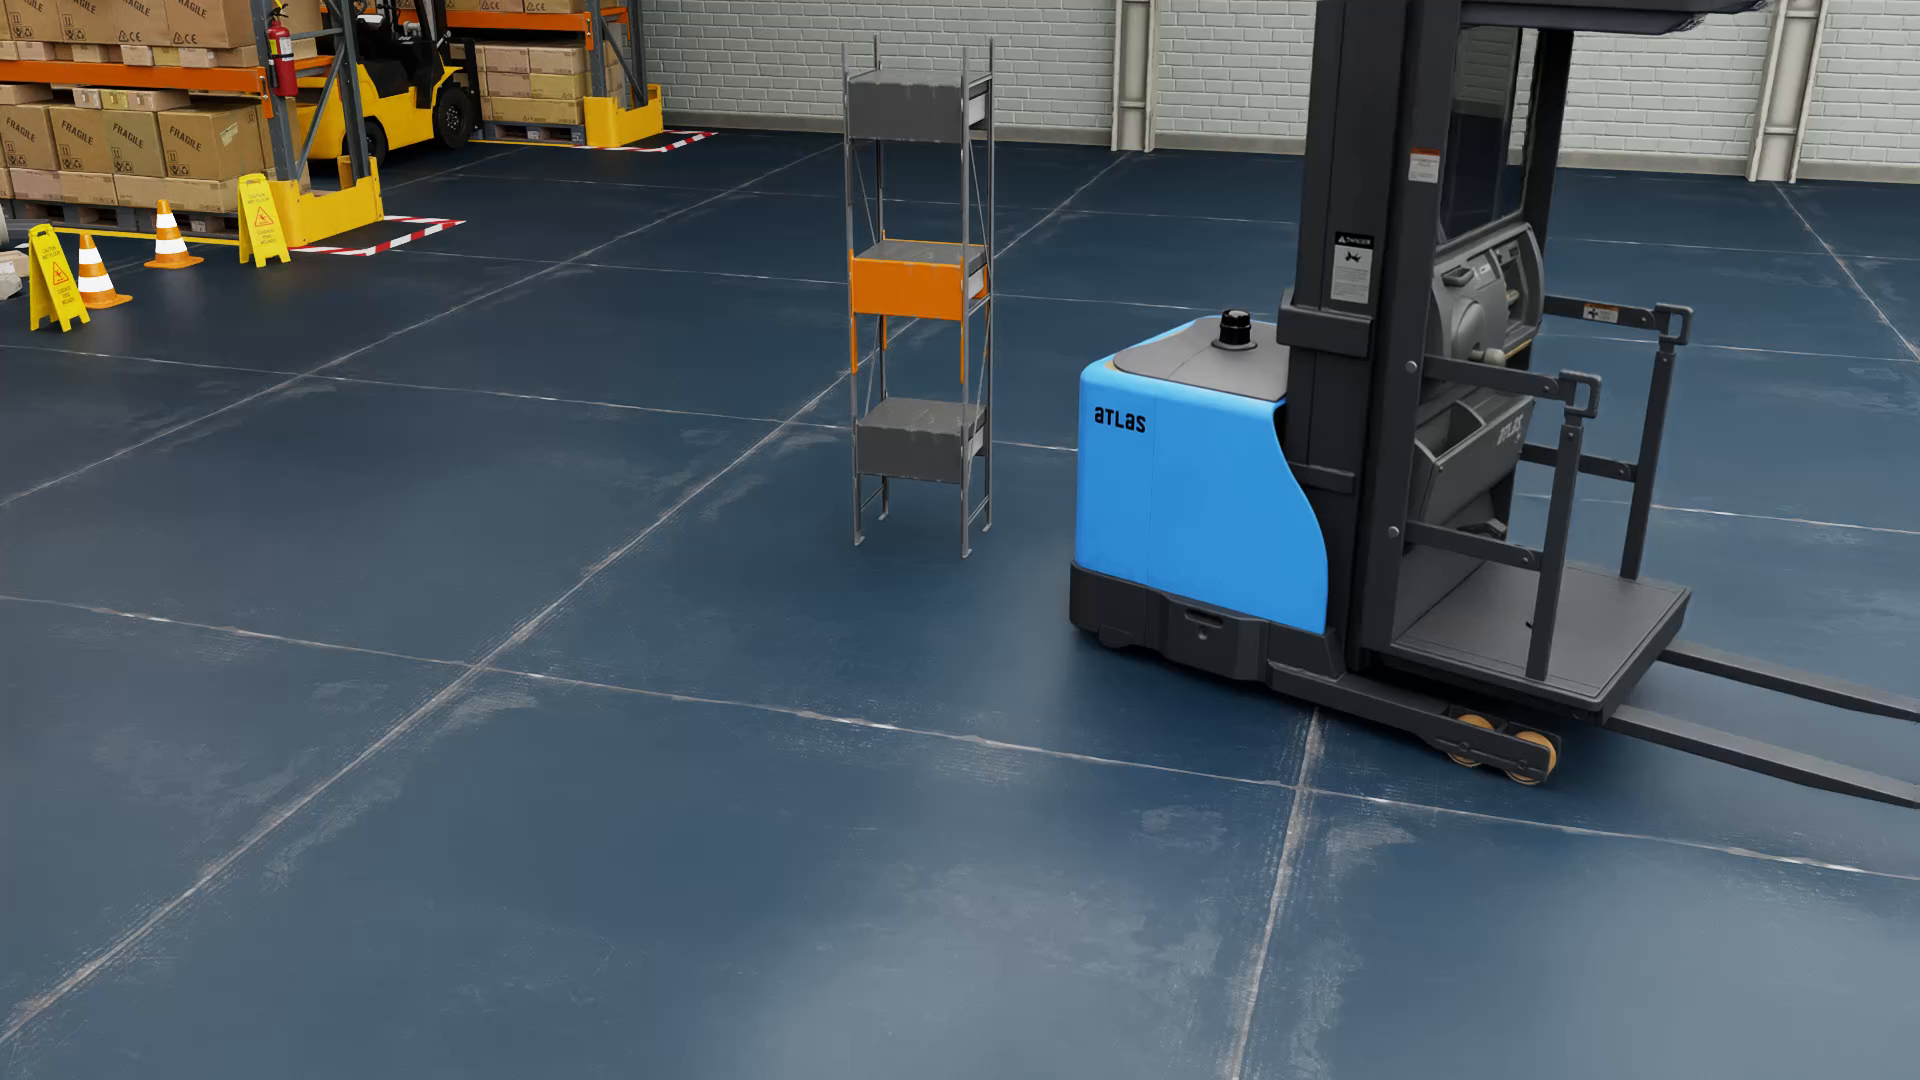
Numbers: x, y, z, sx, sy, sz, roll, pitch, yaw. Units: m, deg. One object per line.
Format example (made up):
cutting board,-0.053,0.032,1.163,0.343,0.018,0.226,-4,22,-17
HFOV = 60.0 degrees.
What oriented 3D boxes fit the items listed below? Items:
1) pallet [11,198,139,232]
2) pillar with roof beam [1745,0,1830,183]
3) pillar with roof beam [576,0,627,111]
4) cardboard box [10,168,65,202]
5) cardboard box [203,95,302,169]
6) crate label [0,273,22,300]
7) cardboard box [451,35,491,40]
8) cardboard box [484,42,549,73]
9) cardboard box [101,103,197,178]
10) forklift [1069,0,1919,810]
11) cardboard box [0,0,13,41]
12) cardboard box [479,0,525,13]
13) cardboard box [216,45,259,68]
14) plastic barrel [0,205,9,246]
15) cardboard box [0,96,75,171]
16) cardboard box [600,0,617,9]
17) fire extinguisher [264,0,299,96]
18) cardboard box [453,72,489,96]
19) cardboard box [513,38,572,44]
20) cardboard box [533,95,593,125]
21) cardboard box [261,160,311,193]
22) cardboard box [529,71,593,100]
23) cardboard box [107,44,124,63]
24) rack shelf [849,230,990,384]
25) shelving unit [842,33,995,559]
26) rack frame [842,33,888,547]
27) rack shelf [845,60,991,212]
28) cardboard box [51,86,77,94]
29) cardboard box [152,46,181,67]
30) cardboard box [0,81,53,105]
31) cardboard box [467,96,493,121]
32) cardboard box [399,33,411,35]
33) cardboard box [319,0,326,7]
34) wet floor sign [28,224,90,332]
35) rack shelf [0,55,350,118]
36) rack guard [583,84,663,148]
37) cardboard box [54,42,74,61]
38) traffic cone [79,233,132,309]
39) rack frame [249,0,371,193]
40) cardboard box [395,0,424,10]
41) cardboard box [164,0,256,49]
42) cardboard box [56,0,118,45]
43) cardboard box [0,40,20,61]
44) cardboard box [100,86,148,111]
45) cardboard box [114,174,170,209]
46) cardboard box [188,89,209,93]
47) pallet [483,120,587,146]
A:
pallet,-7.001,-2.800,13.818,1.213,0.211,1.003,7,23,16
pillar with roof beam,6.273,-5.949,9.916,0.400,9.000,9.100,7,23,16
pillar with roof beam,-5.216,-7.265,13.123,0.400,9.000,9.100,7,23,16
cardboard box,-7.316,-2.932,13.534,0.500,0.250,0.500,6,23,15
cardboard box,-5.712,-3.306,13.458,0.500,0.500,0.500,6,23,14
crate label,-6.546,-1.723,11.289,0.298,0.136,0.250,-5,23,-12
cardboard box,-5.415,-5.326,18.055,0.500,0.250,0.500,6,23,14
cardboard box,-4.588,-5.025,17.320,0.500,0.250,0.500,7,23,16
cardboard box,-6.339,-3.164,13.112,0.500,0.500,0.500,7,23,17
forklift,1.903,-0.797,5.352,3.031,2.935,1.130,16,27,33
cardboard box,-7.521,-4.212,13.062,0.500,0.500,0.500,6,23,15
cardboard box,-4.607,-5.714,17.117,0.500,0.500,0.500,7,23,17
cardboard box,-5.416,-3.692,12.650,0.250,0.149,0.380,7,23,17
plastic barrel,-7.411,-2.330,12.392,0.512,0.421,0.421,-14,26,-30
cardboard box,-7.327,-3.278,13.391,0.500,0.500,0.500,8,24,18
cardboard box,-3.960,-5.851,17.449,0.500,0.500,0.500,7,23,17
fire extinguisher,-5.020,-3.630,12.268,0.183,0.674,0.296,7,23,16
cardboard box,-5.100,-4.850,17.553,0.500,0.250,0.500,6,23,14
cardboard box,-4.451,-5.209,17.769,0.500,0.250,0.500,7,23,16
cardboard box,-4.107,-4.508,17.378,0.500,0.250,0.500,7,23,16
cardboard box,-5.689,-2.956,13.595,0.500,0.250,0.500,6,23,15
cardboard box,-4.122,-4.743,17.290,0.500,0.250,0.500,6,23,15
cardboard box,-6.390,-3.812,12.942,0.250,0.149,0.380,7,23,16
rack shelf,-0.158,-0.977,6.921,0.480,0.518,0.431,7,23,16
shelving unit,-0.158,-0.990,6.916,0.503,2.100,0.431,7,23,16
rack frame,-0.392,-1.016,6.981,0.015,2.100,0.400,7,23,16
rack shelf,-0.158,-1.625,6.655,0.480,0.518,0.431,7,23,16
cardboard box,-7.694,-3.531,14.006,0.500,0.500,0.500,7,23,16
cardboard box,-5.930,-3.716,12.707,0.250,0.149,0.380,6,23,15
cardboard box,-7.486,-3.571,13.249,0.250,0.149,0.380,8,24,19
cardboard box,-5.057,-4.624,17.661,0.500,0.250,0.500,7,23,16
cardboard box,-6.379,-5.439,18.329,0.500,0.250,0.500,6,23,15
cardboard box,-6.543,-5.939,17.665,0.500,0.500,0.500,7,23,16
wet floor sign,-5.730,-1.663,10.474,0.232,0.644,0.267,3,22,6
rack shelf,-6.911,-3.732,13.363,4.000,0.370,1.077,7,23,16
rack guard,-3.543,-4.490,17.558,0.348,0.500,1.175,7,23,16
cardboard box,-6.874,-3.867,13.076,0.250,0.149,0.380,7,23,16
traffic cone,-5.776,-1.810,11.072,0.334,0.463,0.336,7,23,16
rack frame,-4.996,-3.845,12.692,0.127,3.000,1.000,7,23,16
cardboard box,-5.582,-5.822,17.378,0.500,0.500,0.500,7,23,16
cardboard box,-5.596,-3.989,12.518,0.500,0.500,0.500,6,23,15
cardboard box,-6.552,-4.101,12.792,0.500,0.500,0.500,6,23,15
cardboard box,-7.395,-3.873,13.090,0.250,0.149,0.380,7,23,16
cardboard box,-6.449,-3.452,12.961,0.250,0.149,0.380,7,23,16
cardboard box,-6.342,-2.818,13.257,0.500,0.250,0.500,7,23,16
cardboard box,-8.639,-5.324,18.873,0.625,0.625,0.875,6,23,15
pallet,-4.310,-4.428,17.786,1.213,0.211,1.003,7,23,16
